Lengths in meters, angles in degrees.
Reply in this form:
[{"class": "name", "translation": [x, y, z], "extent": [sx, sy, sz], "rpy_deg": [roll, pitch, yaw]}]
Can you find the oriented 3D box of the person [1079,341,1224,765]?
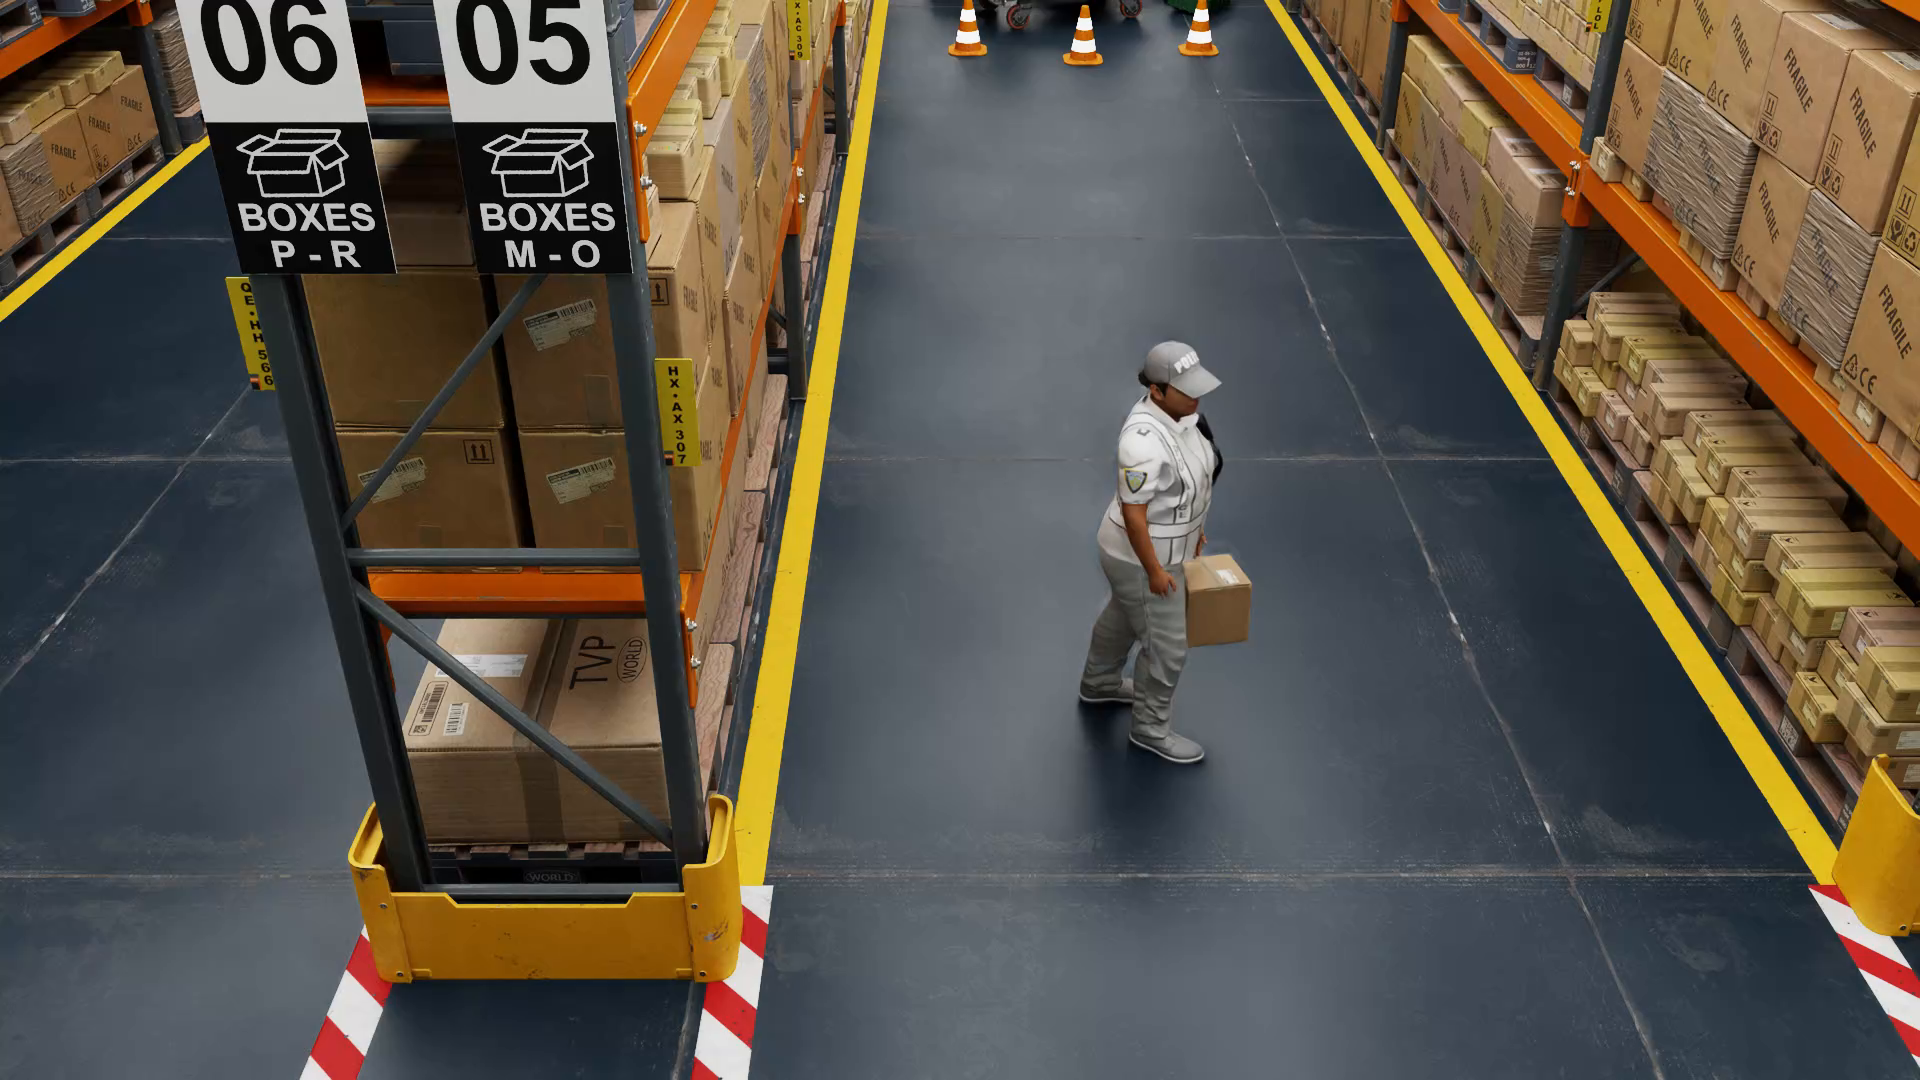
[{"class": "person", "translation": [0.712, 0.022, 6.099], "extent": [0.556, 1.657, 0.502], "rpy_deg": [11, 33, 17]}]
